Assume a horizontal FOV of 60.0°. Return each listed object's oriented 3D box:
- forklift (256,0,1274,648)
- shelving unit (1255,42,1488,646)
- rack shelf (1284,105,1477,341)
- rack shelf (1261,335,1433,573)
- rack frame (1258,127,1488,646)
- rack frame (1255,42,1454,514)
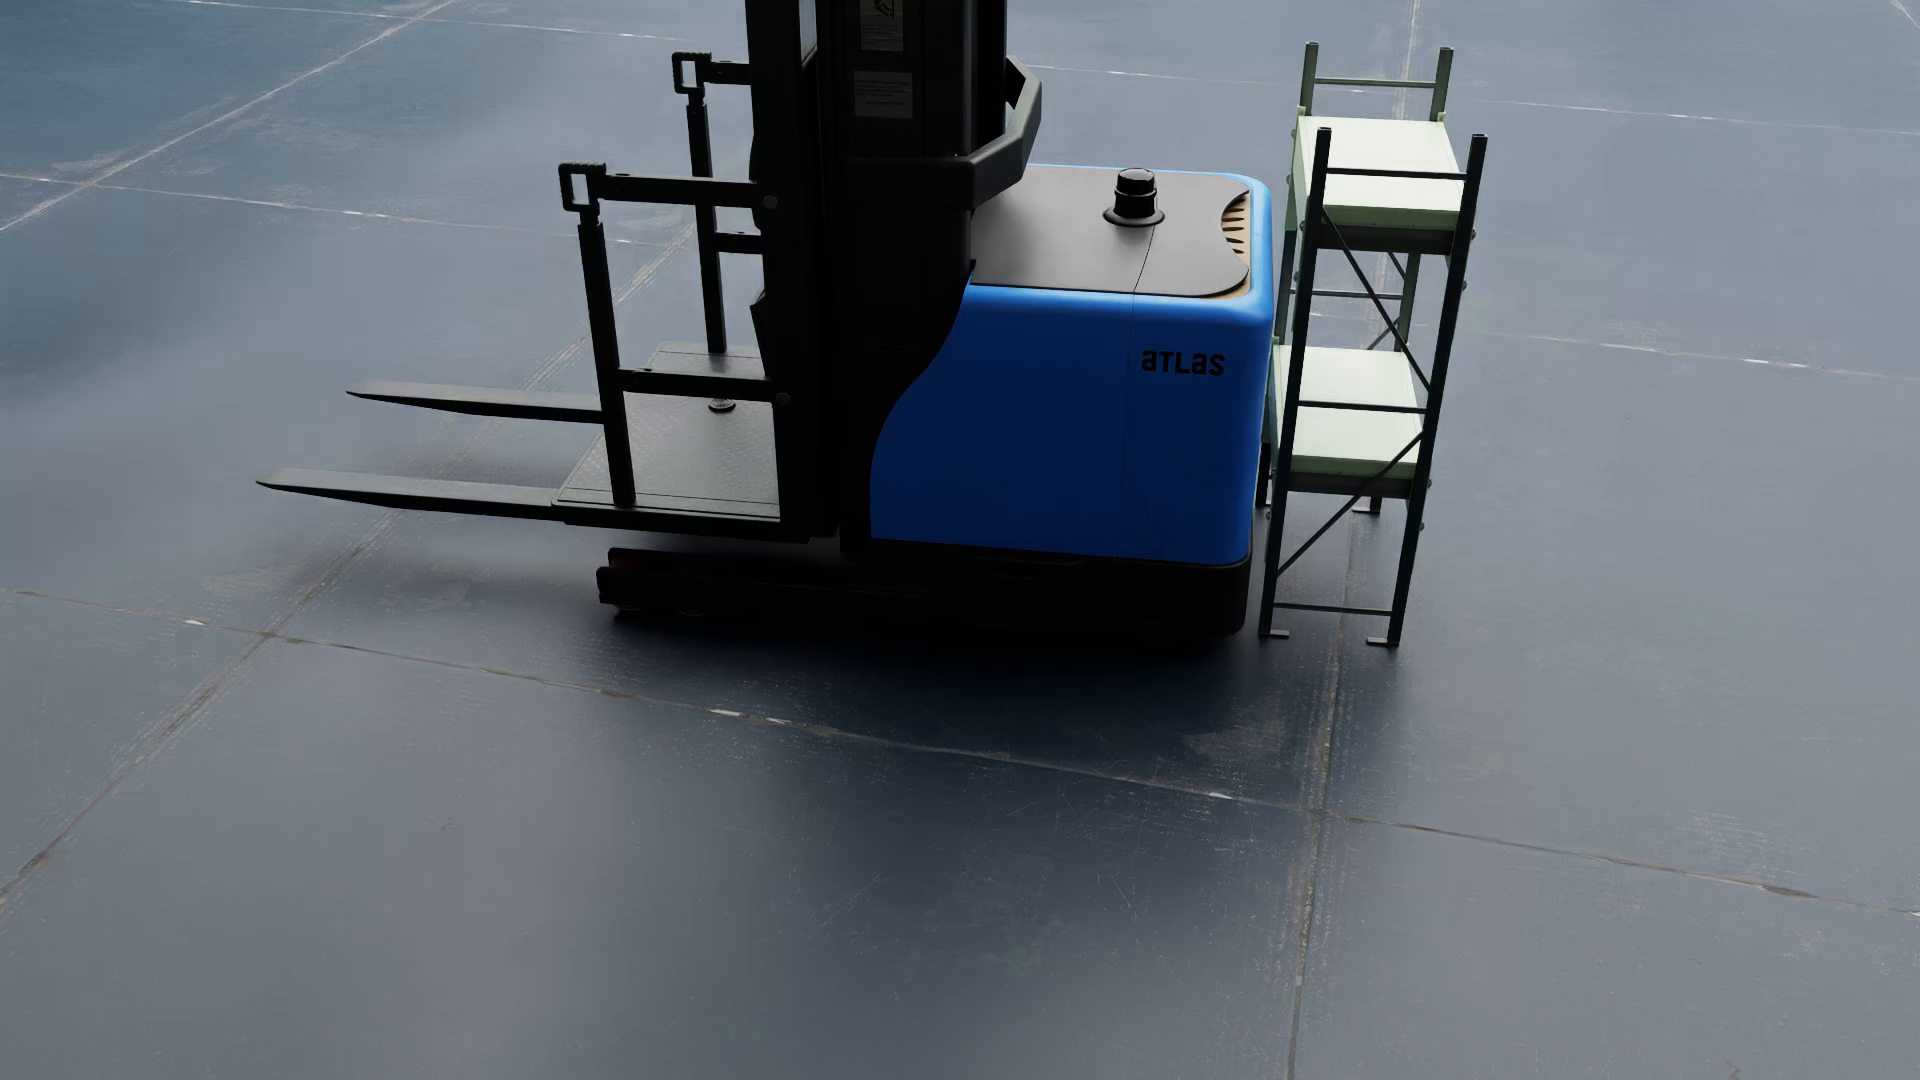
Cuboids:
[{"bbox_3d":[-0.624,-1.287,4.542,3.031,2.935,1.130,5,33,7],"label":"forklift"},{"bbox_3d":[1.113,-0.543,4.706,0.431,1.500,0.755,4,33,7],"label":"shelving unit"},{"bbox_3d":[1.113,-0.872,4.497,0.431,0.370,0.720,4,33,7],"label":"rack shelf"},{"bbox_3d":[1.113,-0.268,4.881,0.431,0.370,0.720,4,33,7],"label":"rack shelf"},{"bbox_3d":[1.063,-0.349,4.400,0.400,1.500,0.023,4,33,7],"label":"rack frame"},{"bbox_3d":[1.163,-0.738,5.012,0.400,1.500,0.023,4,33,7],"label":"rack frame"}]
